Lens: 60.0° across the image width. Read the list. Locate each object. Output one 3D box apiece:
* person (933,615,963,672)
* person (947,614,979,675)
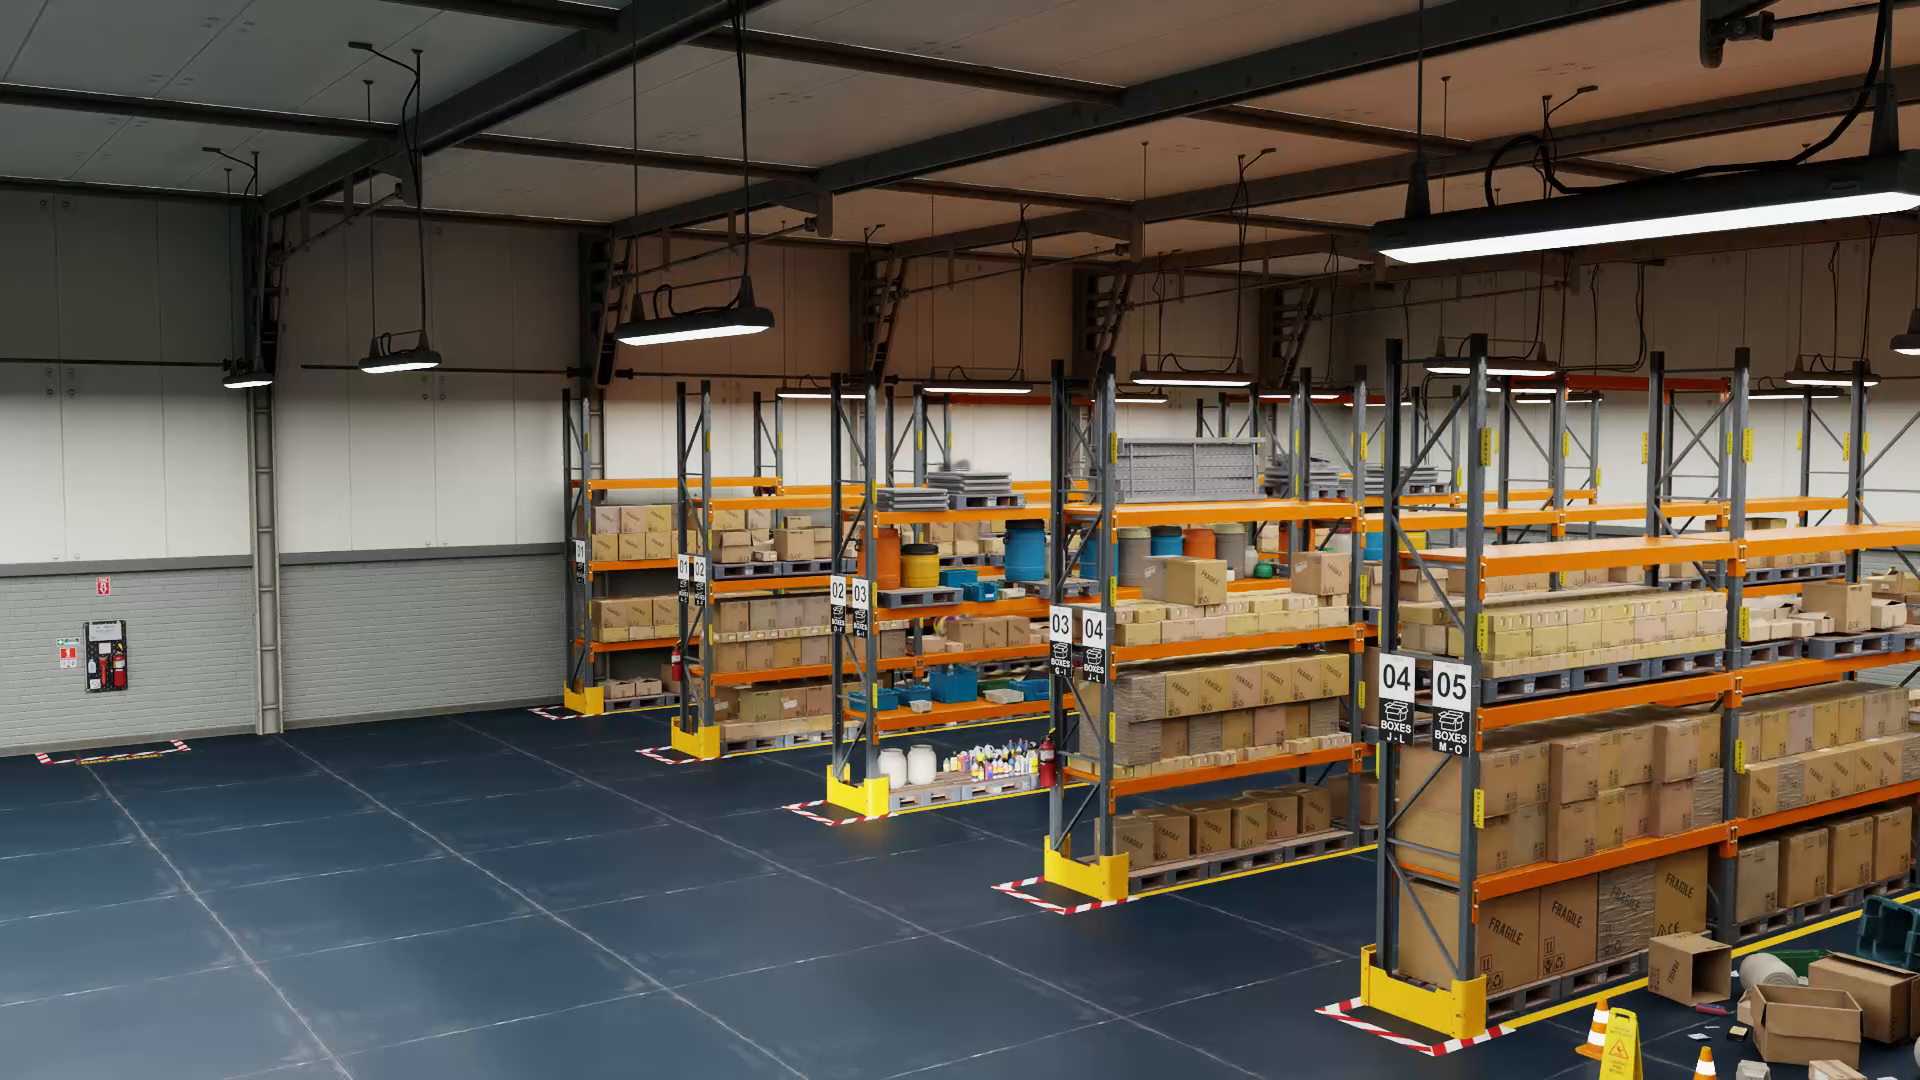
[{"bbox_3d":[-0.273,2.002,31.453,0.979,1.795,0.727,-2,4,-32],"label":"person"},{"bbox_3d":[0.017,1.903,32.551,0.885,1.813,0.634,-2,4,-33],"label":"person"}]
